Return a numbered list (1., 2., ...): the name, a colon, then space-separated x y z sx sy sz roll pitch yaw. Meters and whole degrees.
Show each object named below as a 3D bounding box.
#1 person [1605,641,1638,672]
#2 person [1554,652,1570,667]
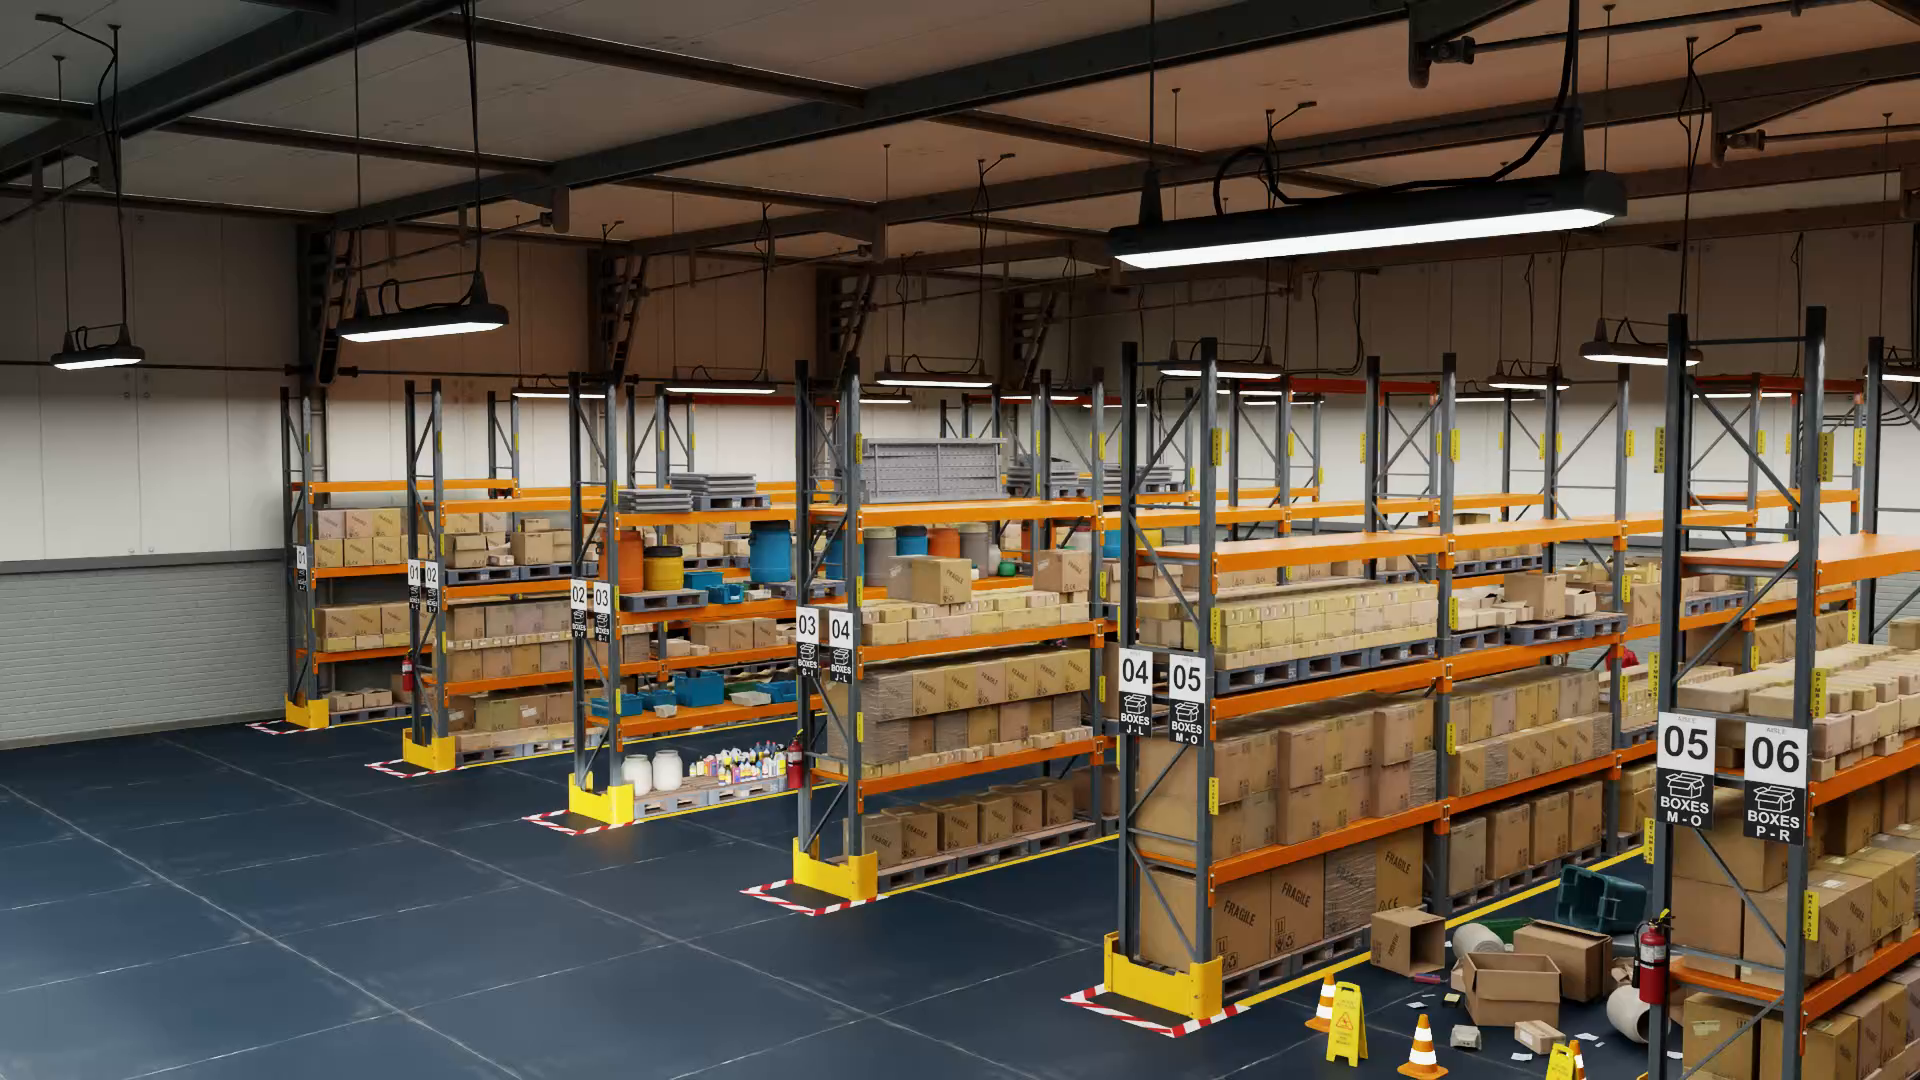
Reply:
1. person: 11.319 2.495 28.600 0.649 1.727 0.679 3 5 41
2. person: 11.325 2.400 31.757 0.585 1.491 0.879 1 4 9
